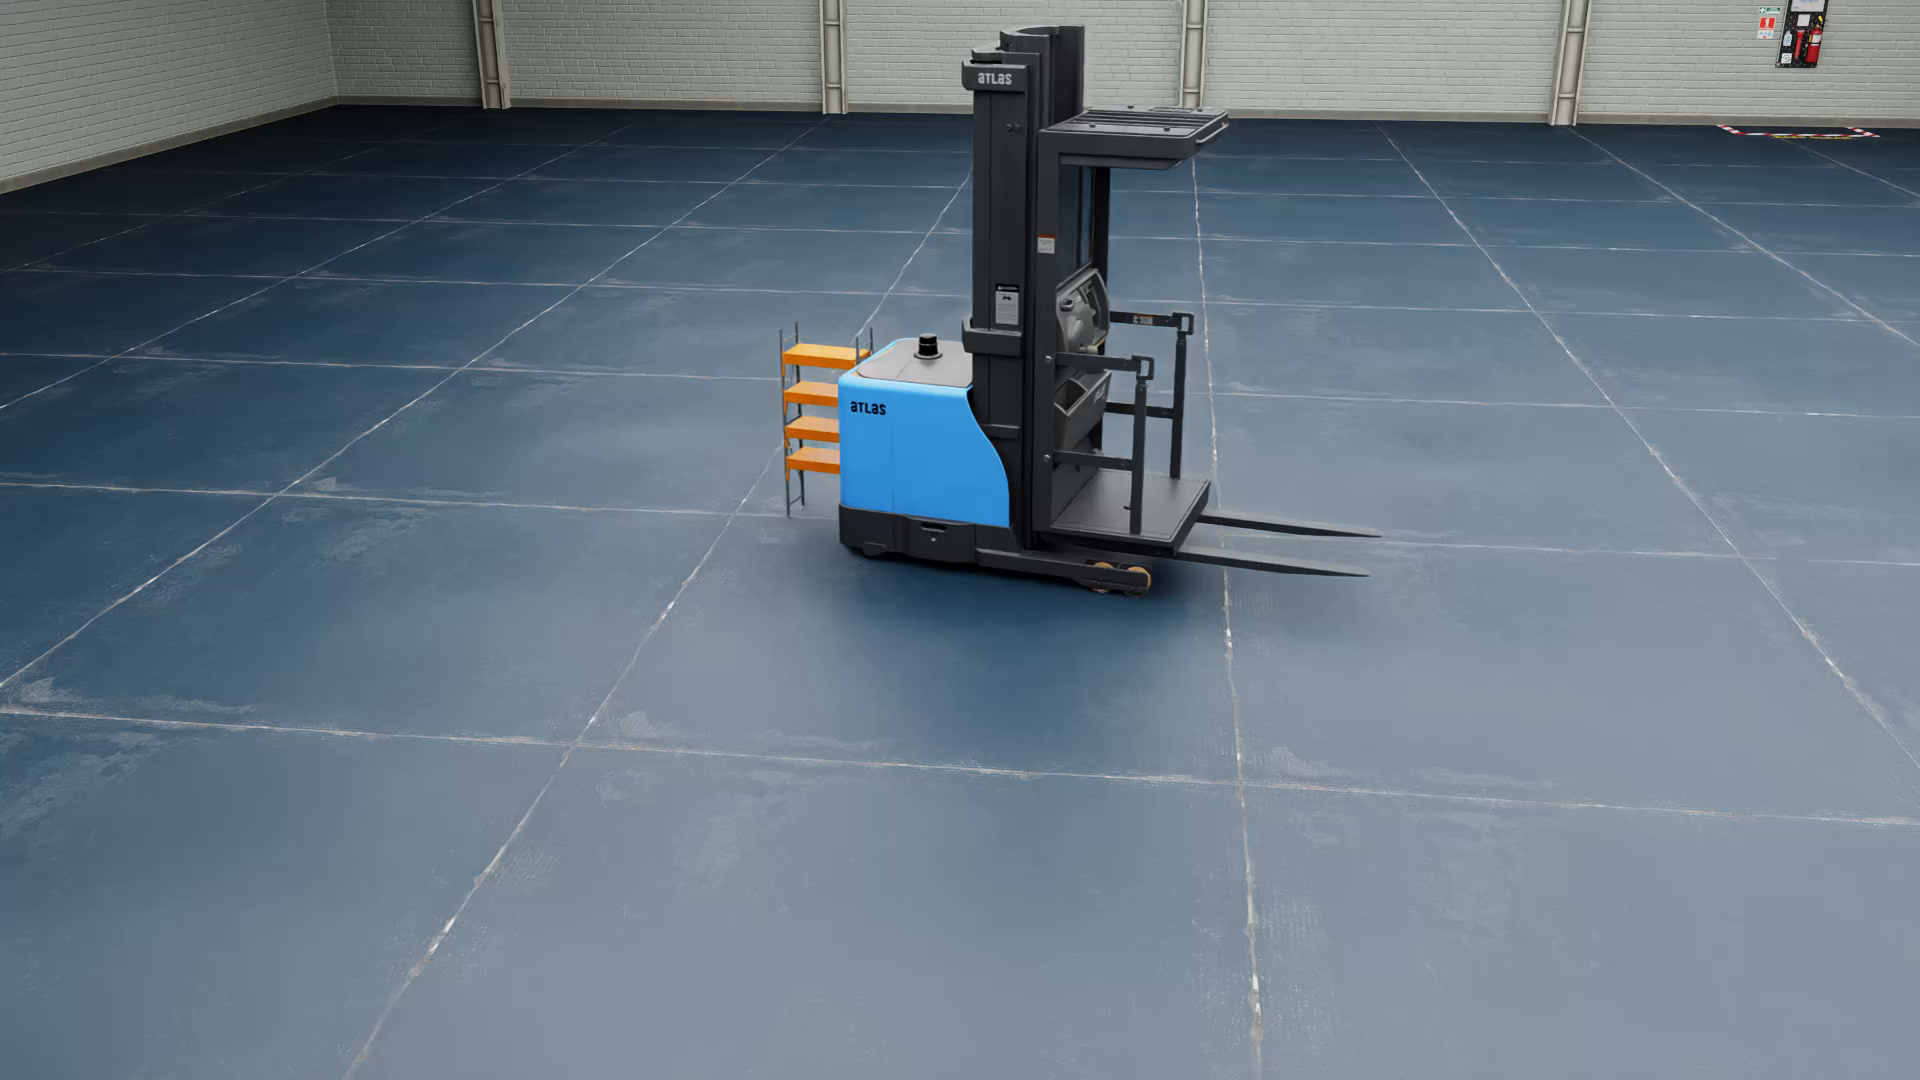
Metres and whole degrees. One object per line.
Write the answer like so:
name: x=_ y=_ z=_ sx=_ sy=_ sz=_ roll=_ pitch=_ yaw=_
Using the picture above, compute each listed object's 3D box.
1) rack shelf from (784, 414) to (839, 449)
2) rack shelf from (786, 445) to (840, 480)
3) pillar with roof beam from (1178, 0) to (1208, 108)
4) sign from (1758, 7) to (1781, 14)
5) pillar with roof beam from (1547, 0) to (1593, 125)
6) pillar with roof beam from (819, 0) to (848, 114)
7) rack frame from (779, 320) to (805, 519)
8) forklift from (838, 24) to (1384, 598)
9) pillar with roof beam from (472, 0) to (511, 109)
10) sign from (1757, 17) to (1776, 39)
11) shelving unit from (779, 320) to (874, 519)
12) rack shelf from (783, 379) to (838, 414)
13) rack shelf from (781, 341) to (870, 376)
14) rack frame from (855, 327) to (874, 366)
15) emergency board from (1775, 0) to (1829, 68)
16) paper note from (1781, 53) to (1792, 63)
rack shelf: x=-0.793 y=-0.636 z=10.099 sx=0.480 sy=0.148 sz=0.258 roll=7 pitch=23 yaw=18
rack shelf: x=-0.793 y=-0.451 z=10.172 sx=0.480 sy=0.148 sz=0.258 roll=7 pitch=23 yaw=18
pillar with roof beam: x=3.328 y=-9.647 z=22.101 sx=0.400 sy=9.000 sz=9.100 roll=2 pitch=22 yaw=6
sign: x=12.768 y=-8.351 z=26.215 sx=0.331 sy=0.109 sz=0.001 roll=2 pitch=22 yaw=6
pillar with roof beam: x=9.286 y=-9.387 z=21.444 sx=0.400 sy=9.000 sz=9.100 roll=2 pitch=22 yaw=6
pillar with roof beam: x=-2.631 y=-9.906 z=22.757 sx=0.400 sy=9.000 sz=9.100 roll=2 pitch=22 yaw=6
rack frame: x=-1.023 y=-0.728 z=10.150 sx=0.015 sy=1.200 sz=0.240 roll=7 pitch=23 yaw=18
forklift: x=0.868 y=-1.267 z=9.158 sx=3.031 sy=2.935 sz=1.130 roll=7 pitch=23 yaw=18
pillar with roof beam: x=-8.589 y=-10.166 z=23.414 sx=0.400 sy=9.000 sz=9.100 roll=2 pitch=22 yaw=6
sign: x=12.764 y=-8.108 z=26.321 sx=0.234 sy=0.329 sz=0.001 roll=2 pitch=22 yaw=6
shelving unit: x=-0.793 y=-0.698 z=10.074 sx=0.503 sy=1.200 sz=0.258 roll=7 pitch=23 yaw=18
rack shelf: x=-0.793 y=-0.844 z=10.017 sx=0.480 sy=0.148 sz=0.258 roll=7 pitch=23 yaw=18
rack shelf: x=-0.793 y=-1.064 z=9.930 sx=0.480 sy=0.148 sz=0.258 roll=7 pitch=23 yaw=18
rack frame: x=-0.563 y=-0.669 z=9.999 sx=0.015 sy=1.200 sz=0.240 roll=7 pitch=23 yaw=18
emergency board: x=13.301 y=-8.030 z=26.172 sx=0.643 sy=1.169 sz=0.194 roll=2 pitch=22 yaw=6
paper note: x=13.134 y=-7.653 z=26.417 sx=0.142 sy=0.148 sz=0.016 roll=2 pitch=22 yaw=6
